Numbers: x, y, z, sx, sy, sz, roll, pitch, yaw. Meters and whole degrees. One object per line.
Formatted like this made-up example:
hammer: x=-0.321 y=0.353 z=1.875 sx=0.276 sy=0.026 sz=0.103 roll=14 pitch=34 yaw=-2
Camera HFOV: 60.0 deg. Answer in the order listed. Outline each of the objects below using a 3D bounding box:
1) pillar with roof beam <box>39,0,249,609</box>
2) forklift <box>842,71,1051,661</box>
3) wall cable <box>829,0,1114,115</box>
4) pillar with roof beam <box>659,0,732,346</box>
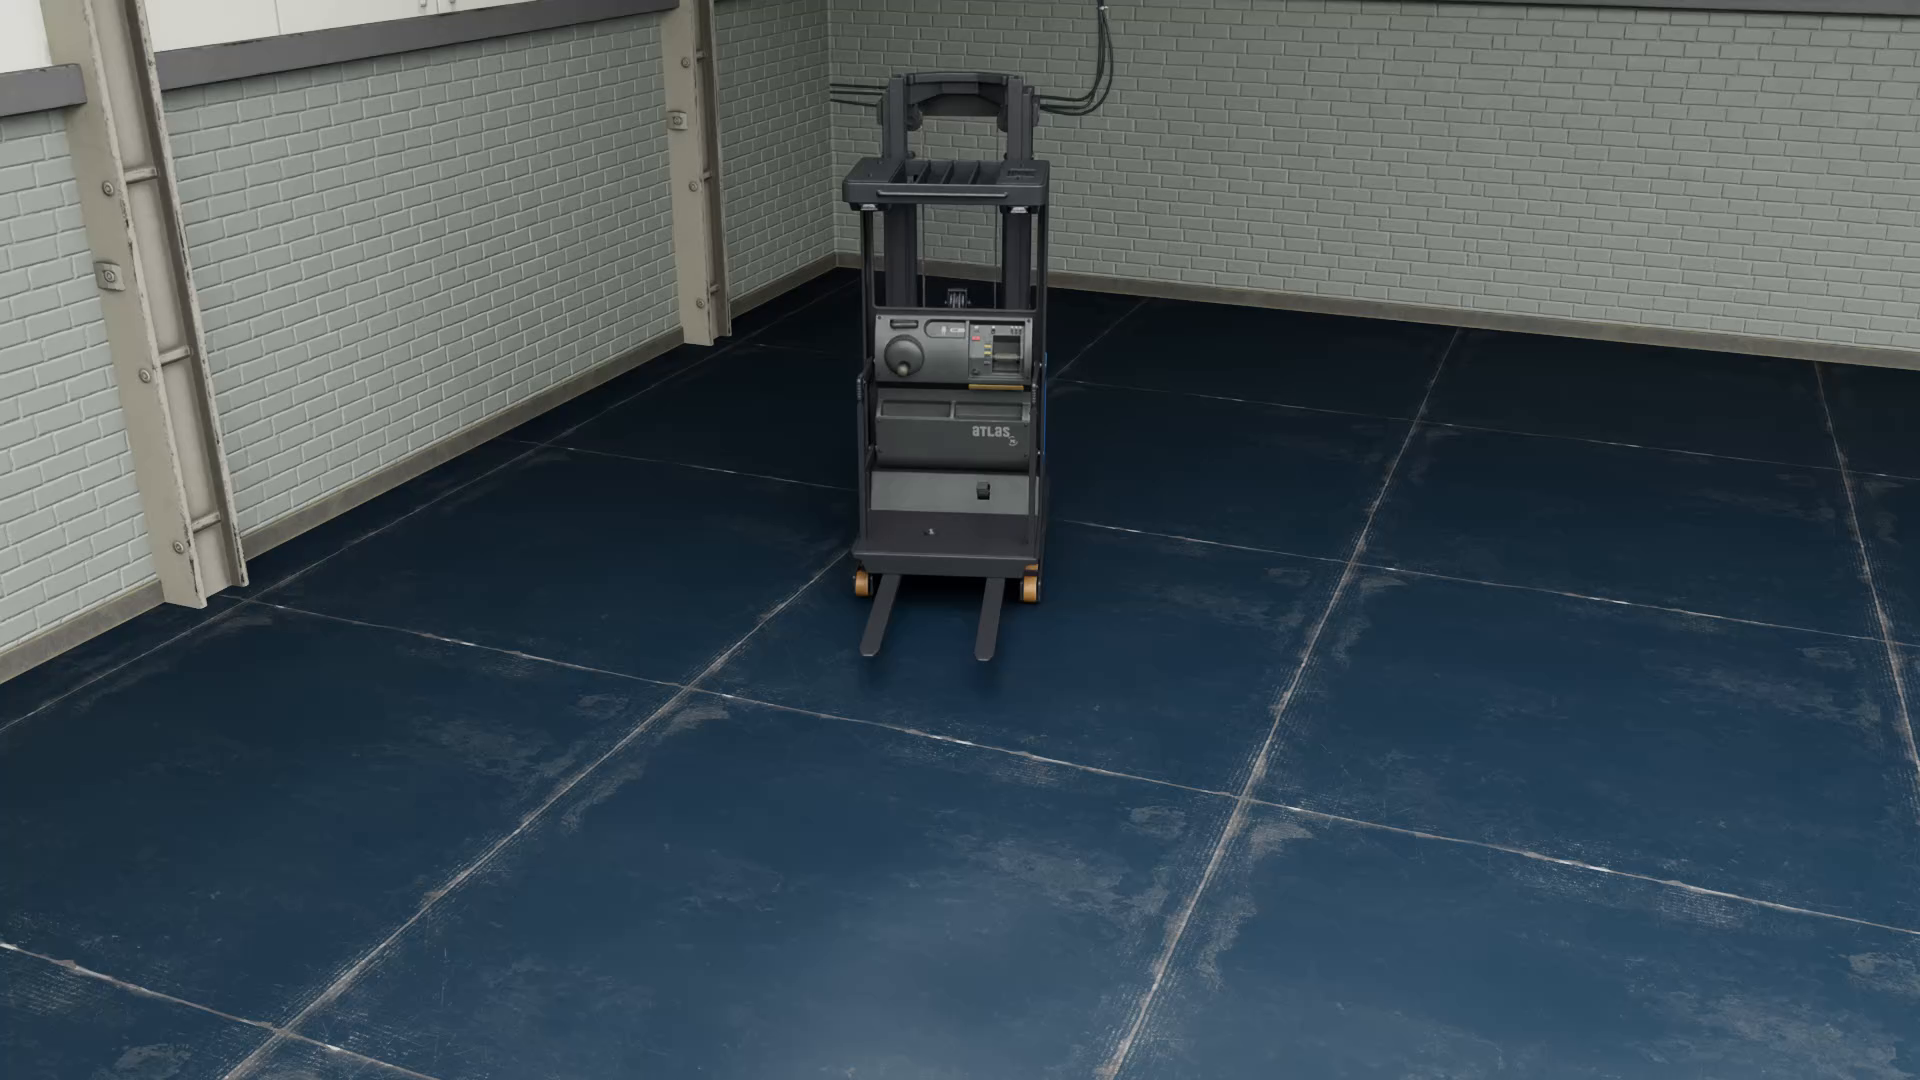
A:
pillar with roof beam: x=-0.538 y=-3.223 z=6.791 sx=9.100 sy=9.000 sz=0.400 roll=9 pitch=24 yaw=20
forklift: x=-0.054 y=-1.112 z=9.608 sx=1.130 sy=2.935 sz=3.031 roll=2 pitch=23 yaw=5
wall cable: x=0.016 y=-5.419 z=16.076 sx=3.097 sy=2.526 sz=0.112 roll=9 pitch=24 yaw=20
pillar with roof beam: x=1.691 y=-5.370 z=11.932 sx=9.100 sy=9.000 sz=0.400 roll=9 pitch=24 yaw=20
